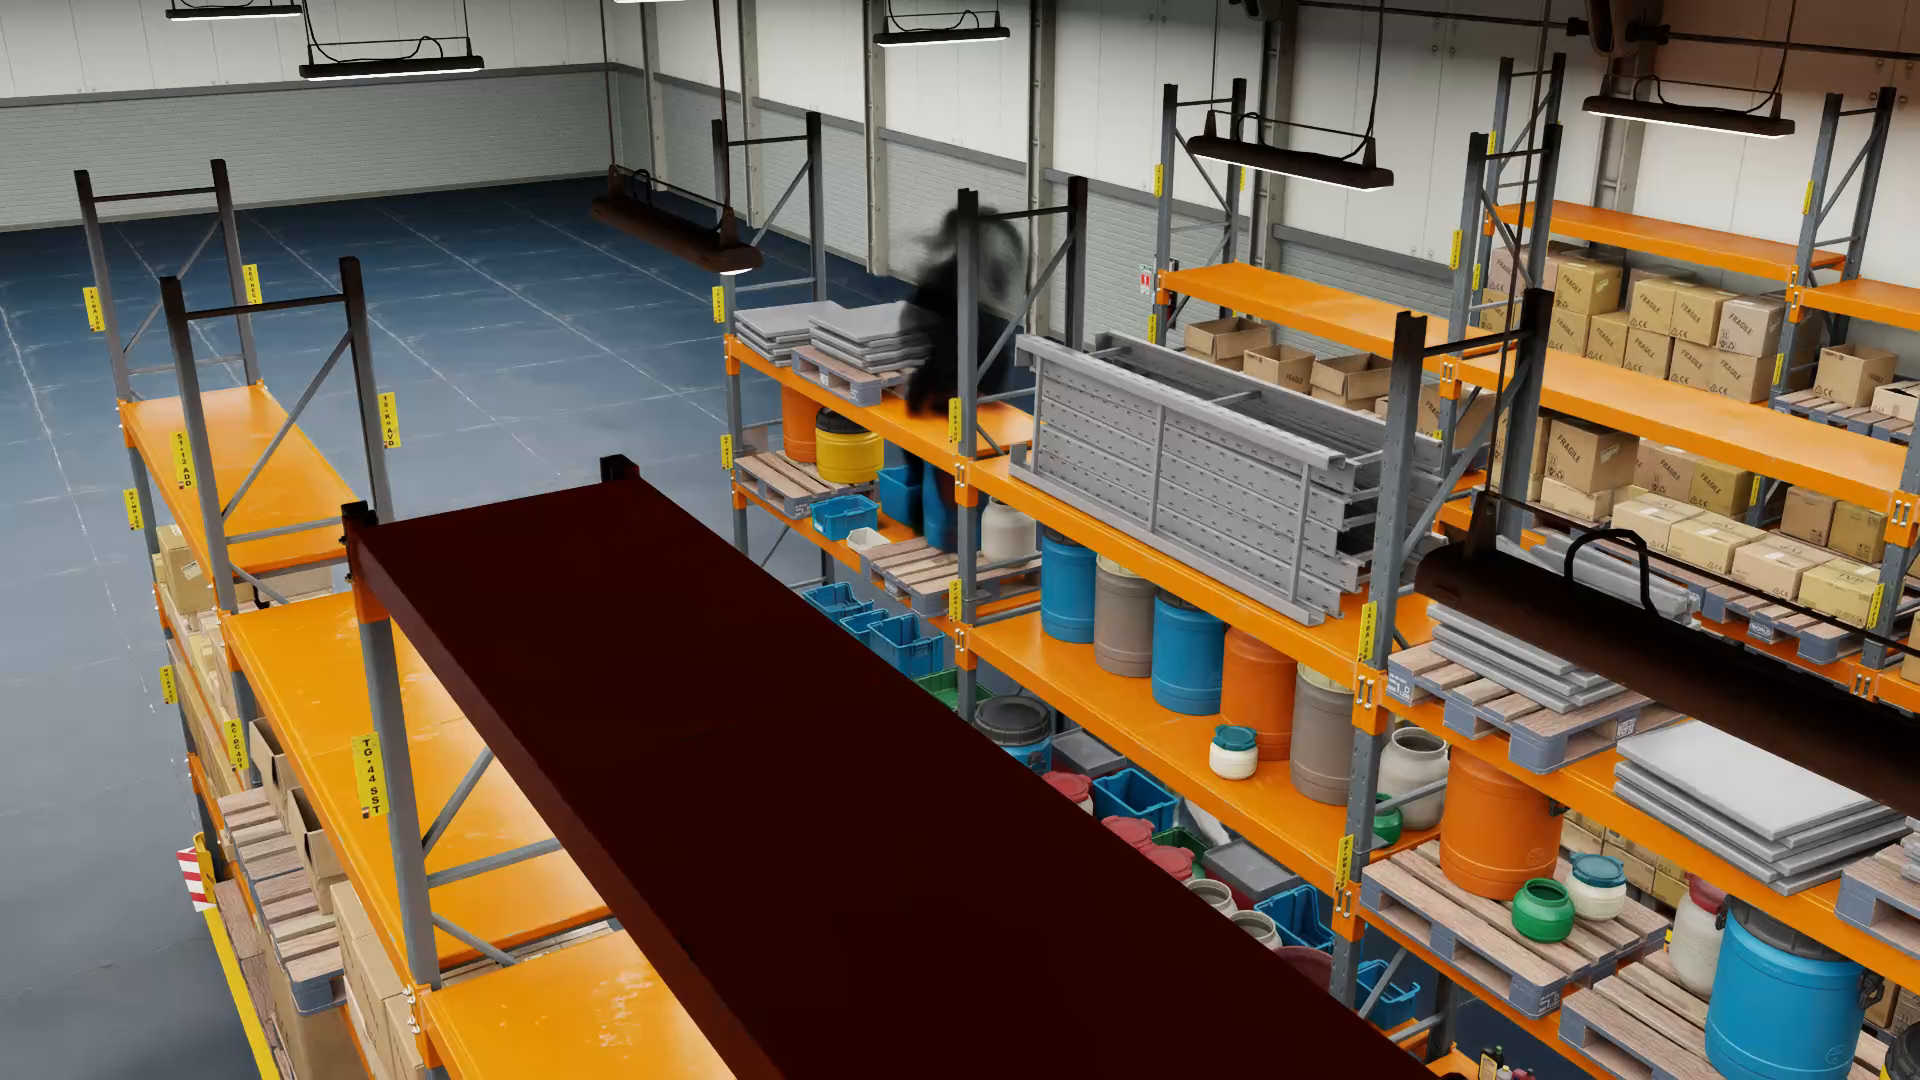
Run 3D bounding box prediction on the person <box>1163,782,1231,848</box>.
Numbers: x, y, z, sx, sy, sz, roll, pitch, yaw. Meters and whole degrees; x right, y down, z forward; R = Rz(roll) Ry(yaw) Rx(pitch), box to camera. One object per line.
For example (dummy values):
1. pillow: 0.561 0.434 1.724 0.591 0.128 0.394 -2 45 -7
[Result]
1. person: 2.037 1.963 14.307 0.753 1.744 1.054 -16 27 -34
